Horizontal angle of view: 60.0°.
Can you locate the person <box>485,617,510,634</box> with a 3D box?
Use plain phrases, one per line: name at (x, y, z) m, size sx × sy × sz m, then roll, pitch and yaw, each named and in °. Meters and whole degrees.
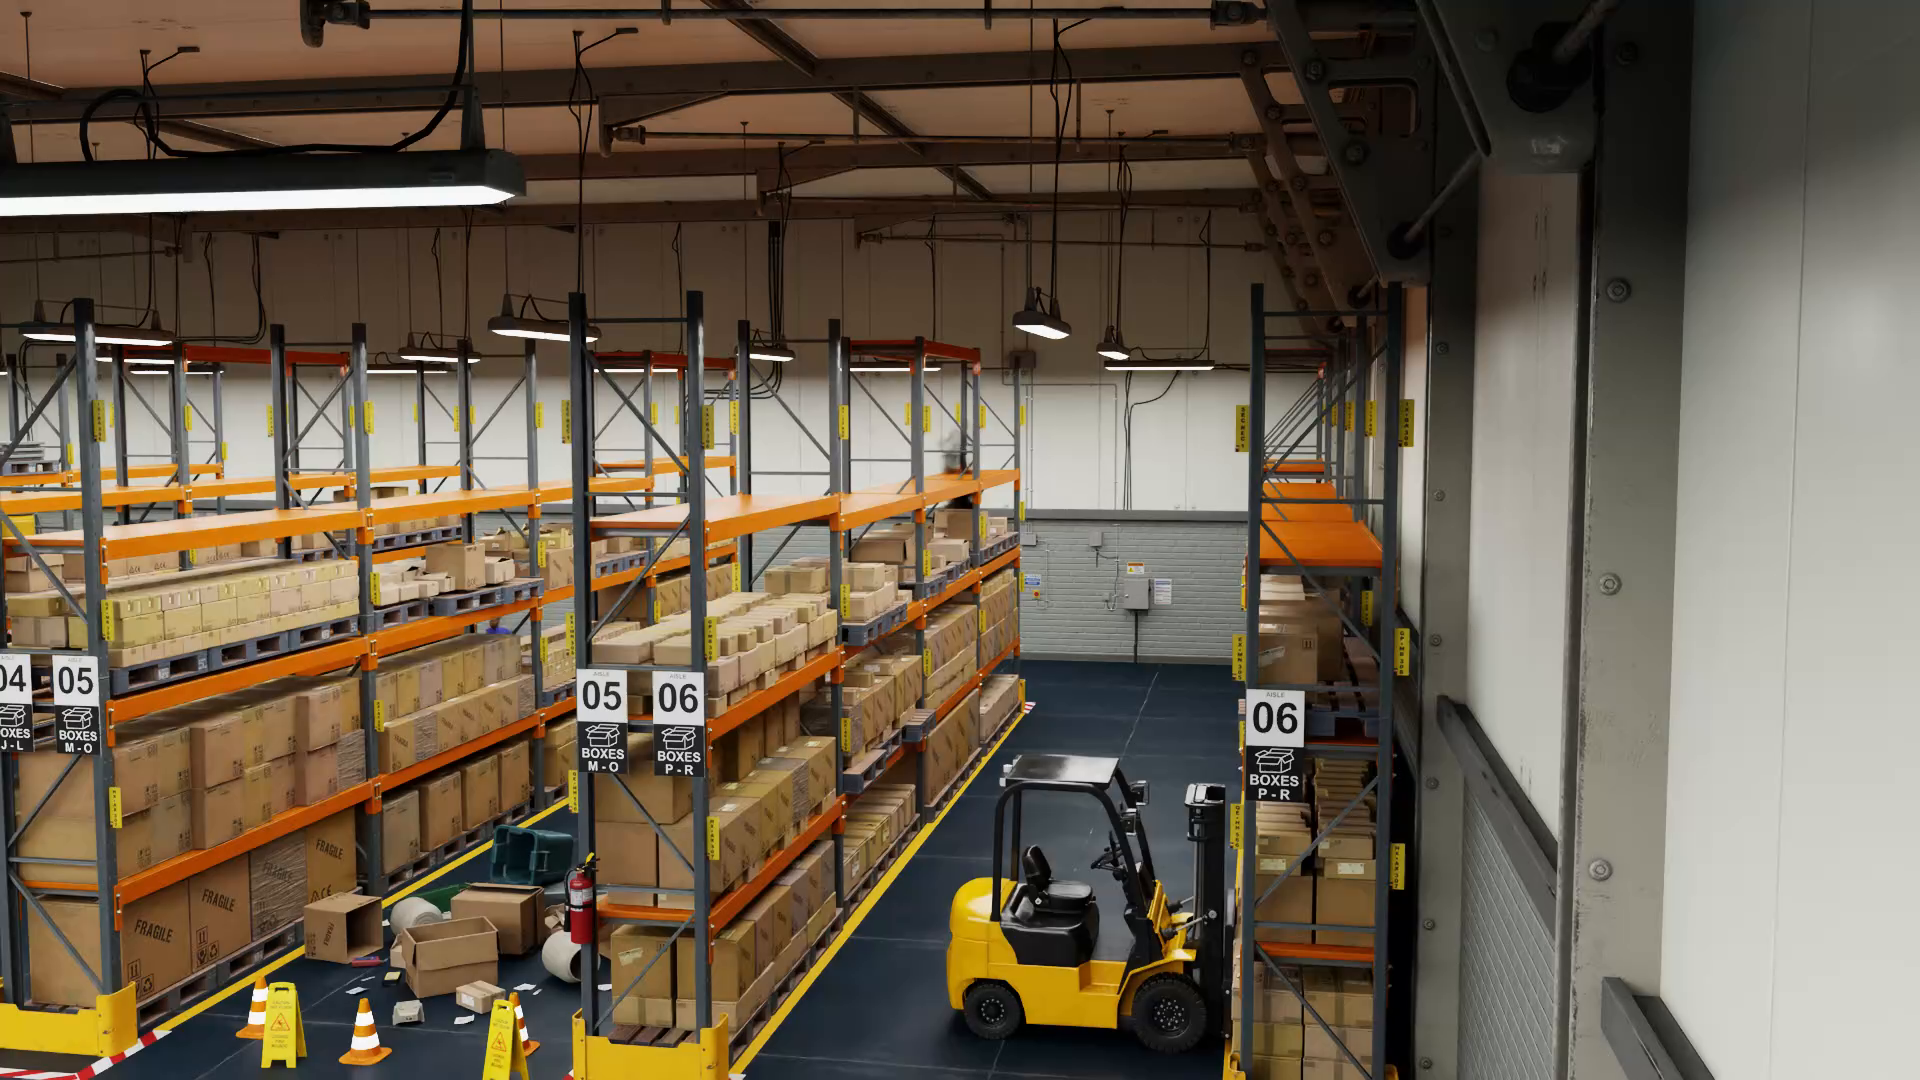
person at (-7.818, 2.139, 28.141) m, size 0.578 × 1.624 × 0.722 m, roll 1°, pitch 5°, yaw 7°
